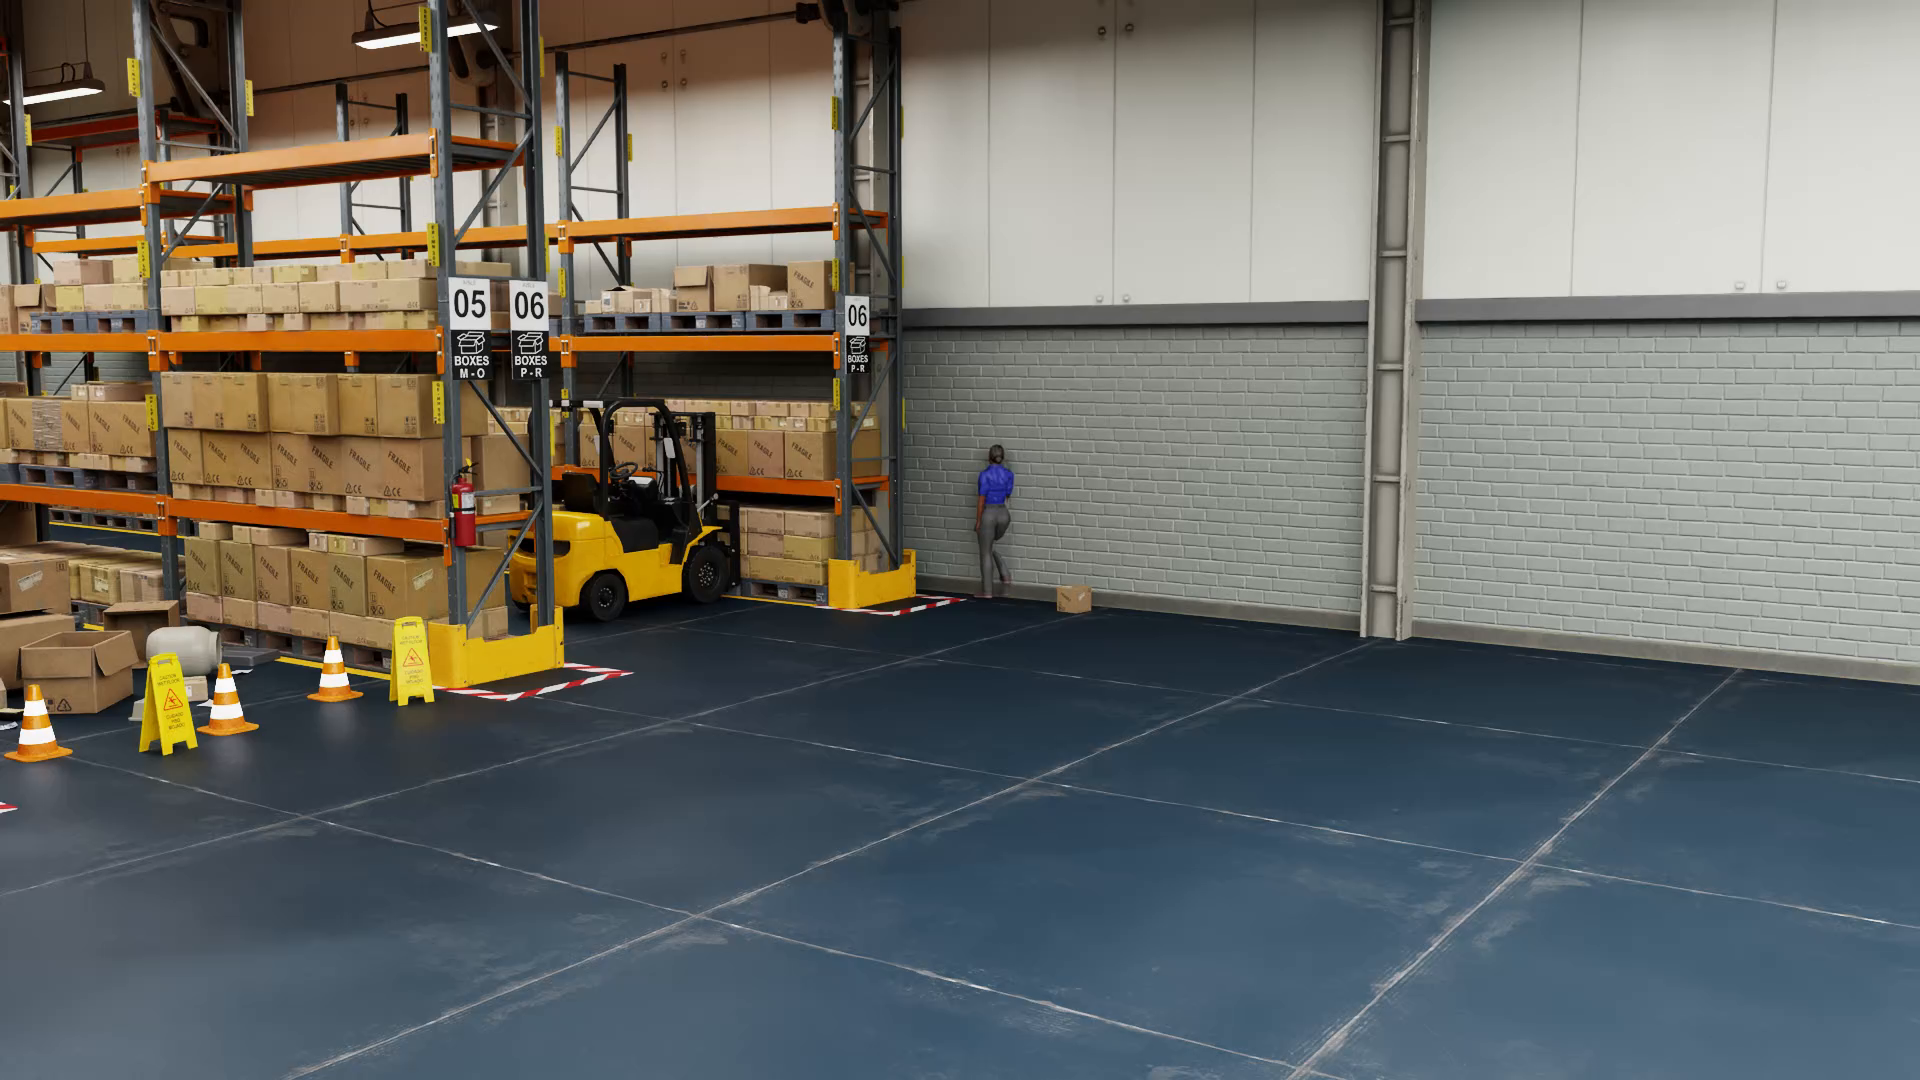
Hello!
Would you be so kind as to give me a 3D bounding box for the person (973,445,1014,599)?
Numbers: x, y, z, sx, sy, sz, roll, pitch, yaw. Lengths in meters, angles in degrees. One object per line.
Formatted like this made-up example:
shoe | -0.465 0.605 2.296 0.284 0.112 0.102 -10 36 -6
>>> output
person | 0.339 -0.205 17.865 0.440 1.653 0.481 -3 7 -27
